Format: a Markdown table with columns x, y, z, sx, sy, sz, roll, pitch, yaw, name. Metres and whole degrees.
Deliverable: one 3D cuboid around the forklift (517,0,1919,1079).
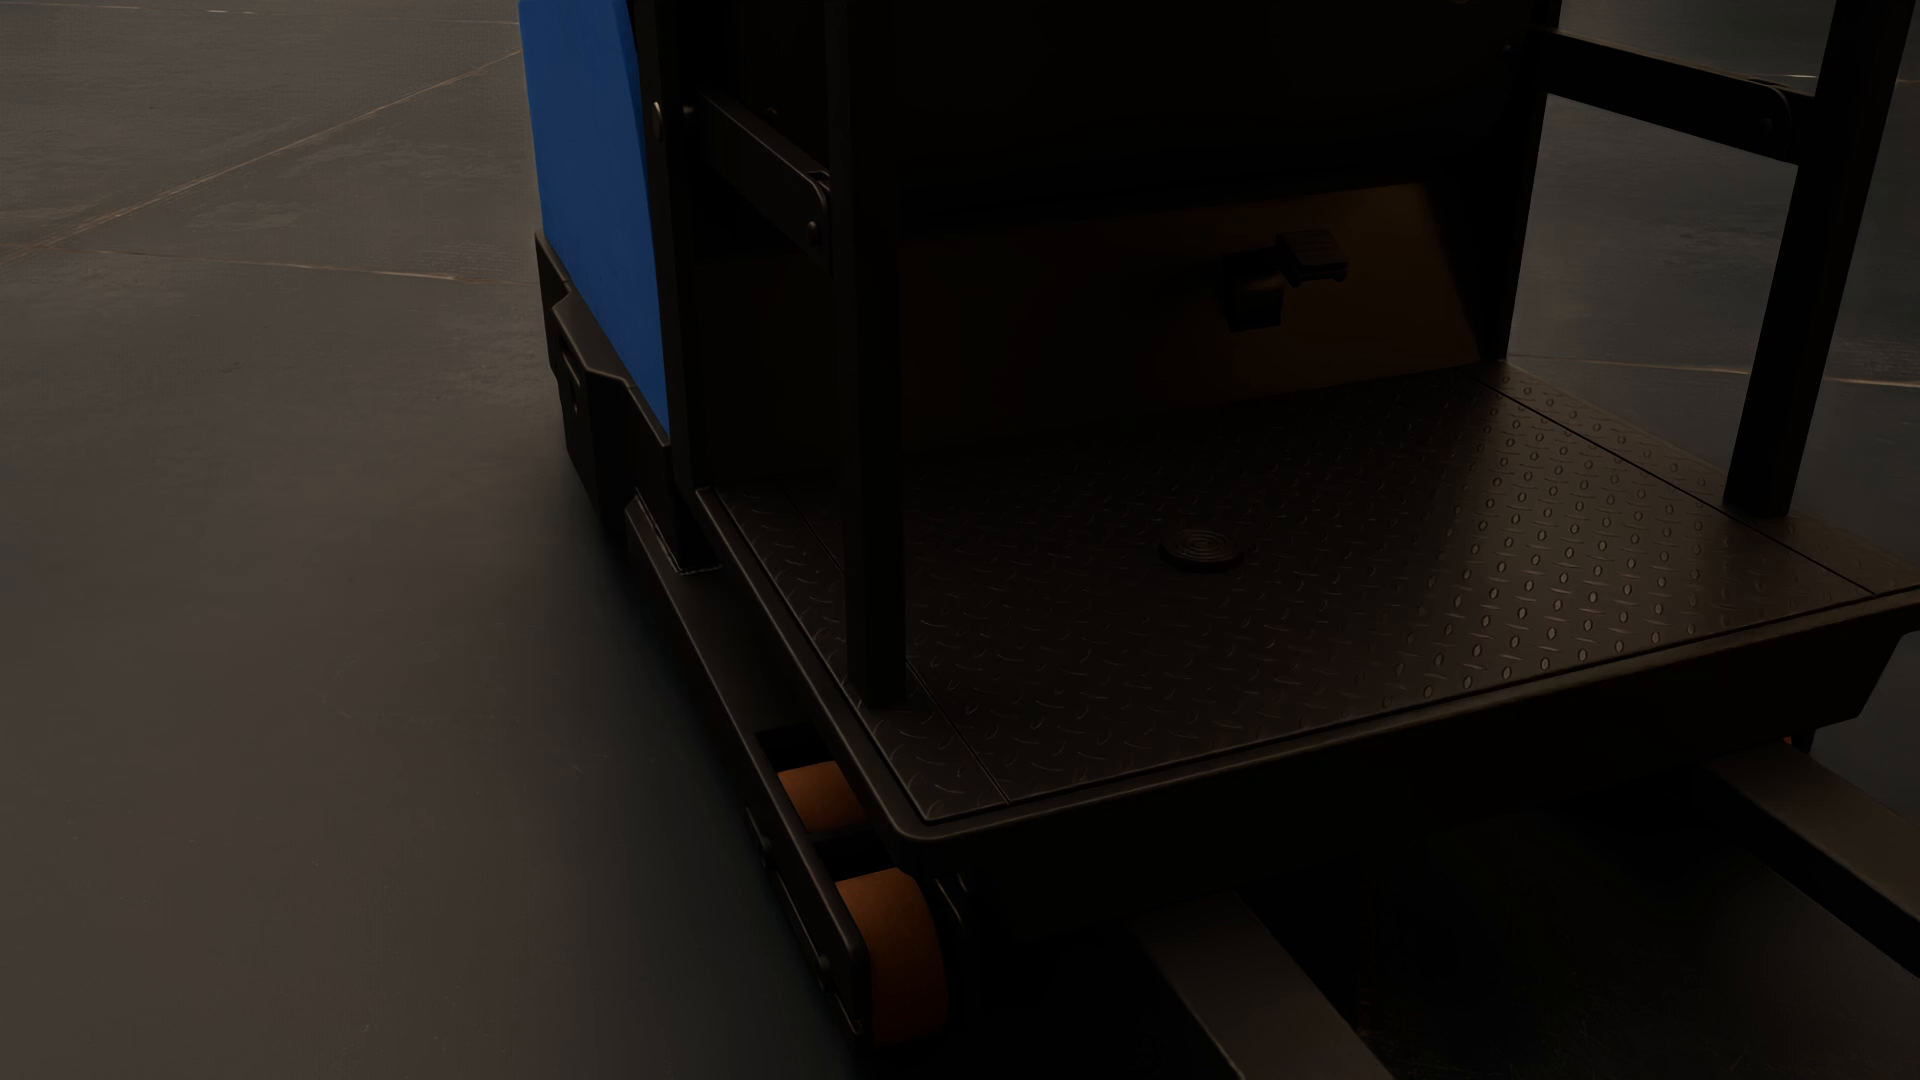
| x | y | z | sx | sy | sz | roll | pitch | yaw | name |
| --- | --- | --- | --- | --- | --- | --- | --- | --- | --- |
| 0.287 | -1.049 | 1.325 | 1.130 | 2.935 | 3.031 | -10 | 29 | -19 | forklift |
